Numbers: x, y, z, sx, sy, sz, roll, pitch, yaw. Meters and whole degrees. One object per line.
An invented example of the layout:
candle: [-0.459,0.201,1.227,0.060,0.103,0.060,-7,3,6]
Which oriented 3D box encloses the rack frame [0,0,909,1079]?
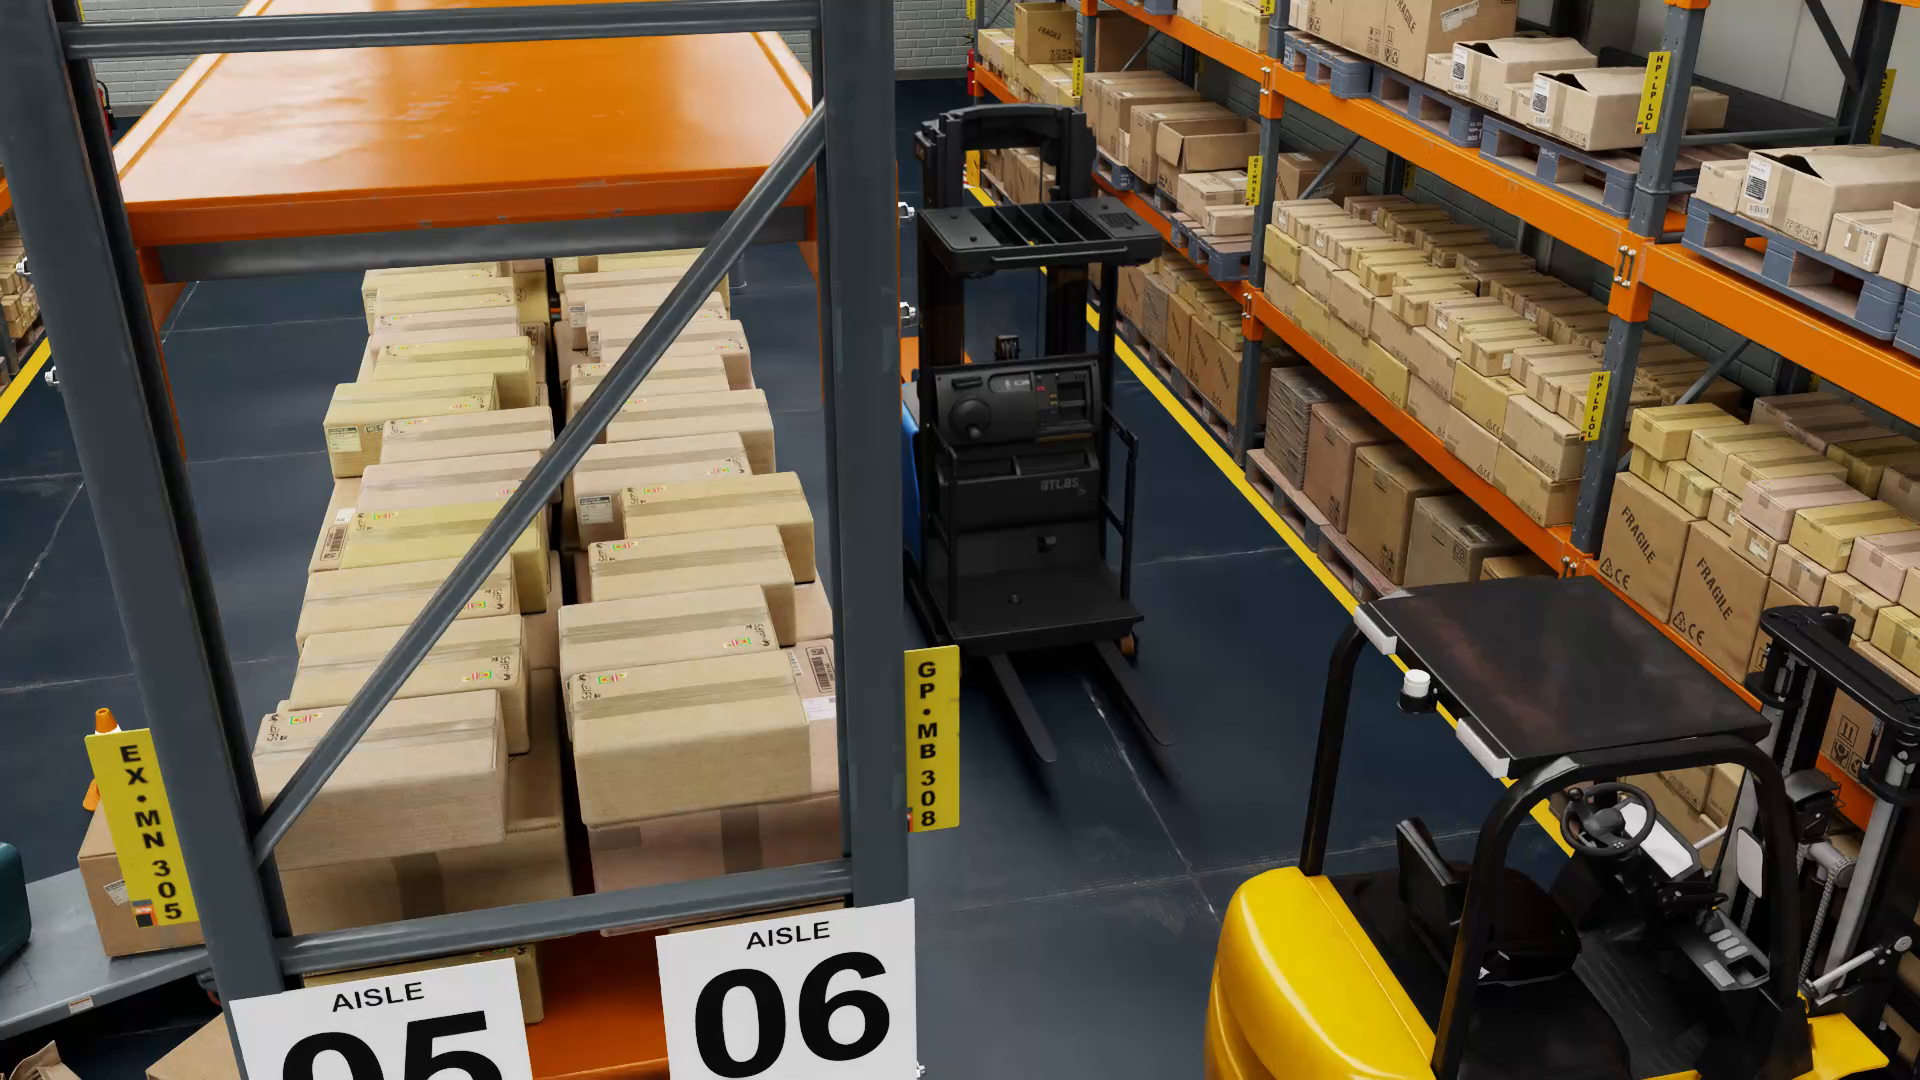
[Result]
rack frame: [-0.579,-0.588,1.928,1.000,3.000,0.127,-6,27,-12]

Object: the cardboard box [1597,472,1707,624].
cardboard box: [3.200,0.005,7.300,0.500,0.500,0.500,-7,28,-13]

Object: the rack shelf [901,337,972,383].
rack shelf: [-0.180,-1.069,10.970,0.538,0.278,1.000,-6,27,-12]

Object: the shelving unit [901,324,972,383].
shelving unit: [-0.180,-0.808,11.102,0.538,1.125,1.048,-6,27,-12]

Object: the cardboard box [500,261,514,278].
cardboard box: [-1.590,-0.849,5.168,0.380,0.149,0.250,-7,28,-13]

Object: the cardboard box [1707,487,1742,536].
cardboard box: [3.316,-0.114,6.816,0.380,0.149,0.250,-6,27,-12]

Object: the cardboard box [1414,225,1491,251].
cardboard box: [3.014,-1.815,10.187,0.380,0.149,0.250,-6,28,-13]

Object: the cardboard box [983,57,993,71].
cardboard box: [0.457,-5.155,17.913,0.380,0.149,0.250,-6,27,-12]

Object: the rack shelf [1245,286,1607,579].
rack shelf: [2.904,-0.728,9.662,1.077,0.370,4.000,-6,27,-12]

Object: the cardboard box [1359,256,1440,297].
cardboard box: [2.539,-1.526,9.614,0.380,0.149,0.250,-5,27,-11]

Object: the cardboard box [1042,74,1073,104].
cardboard box: [1.072,-4.167,15.512,0.500,0.250,0.500,-6,27,-11]

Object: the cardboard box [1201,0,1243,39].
cardboard box: [1.987,-3.621,11.432,0.500,0.250,0.500,-6,27,-11]

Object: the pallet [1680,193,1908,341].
pallet: [3.572,-1.099,6.368,1.003,0.211,1.213,-6,27,-12]

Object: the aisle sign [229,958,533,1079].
aisle sign: [-0.848,0.986,2.582,0.394,0.787,0.004,-6,27,-12]

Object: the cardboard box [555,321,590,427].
cardboard box: [-0.903,-0.457,4.834,0.500,0.250,0.500,-6,27,-12]

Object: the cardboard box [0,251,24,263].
cardboard box: [-8.149,-2.329,14.072,0.380,0.149,0.250,-7,28,-13]

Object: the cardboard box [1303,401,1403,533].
cardboard box: [2.735,-0.494,10.568,0.875,0.625,0.625,-5,27,-10]

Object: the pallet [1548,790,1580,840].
pallet: [3.493,1.427,7.689,1.003,0.211,1.213,-6,27,-12]

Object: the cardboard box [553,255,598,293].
cardboard box: [-1.092,-0.902,5.273,0.380,0.149,0.250,-5,27,-10]

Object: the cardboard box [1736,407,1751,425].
cardboard box: [3.490,-0.576,8.175,0.500,0.250,0.500,-6,27,-12]

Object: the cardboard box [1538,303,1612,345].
cardboard box: [3.311,-1.136,8.842,0.380,0.149,0.250,-6,27,-12]

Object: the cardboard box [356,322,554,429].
cardboard box: [-1.422,-0.403,4.727,0.500,0.250,0.500,-6,27,-11]

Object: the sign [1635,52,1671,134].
sign: [2.828,-1.822,6.780,0.100,0.325,0.005,-6,27,-12]

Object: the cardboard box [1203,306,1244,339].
cardboard box: [2.004,-1.596,12.172,0.380,0.149,0.250,-7,28,-14]

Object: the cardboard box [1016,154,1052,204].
cardboard box: [0.872,-3.611,16.884,0.500,0.500,0.500,-5,27,-11]

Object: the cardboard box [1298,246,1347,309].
cardboard box: [2.427,-1.644,10.290,0.500,0.250,0.500,-5,27,-10]

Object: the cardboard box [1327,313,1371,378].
cardboard box: [2.547,-1.194,9.953,0.500,0.250,0.500,-7,28,-13]

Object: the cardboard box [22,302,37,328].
cardboard box: [-7.912,-1.855,13.794,0.380,0.149,0.250,-5,27,-10]

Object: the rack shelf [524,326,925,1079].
rack shelf: [-1.030,0.194,4.506,1.077,0.370,4.000,-6,27,-12]

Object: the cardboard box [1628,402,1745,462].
cardboard box: [3.138,-0.468,7.188,0.380,0.149,0.250,-5,27,-11]

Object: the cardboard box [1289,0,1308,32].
cardboard box: [2.236,-3.210,10.135,0.380,0.166,0.250,-6,27,-12]

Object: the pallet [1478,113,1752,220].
pallet: [3.143,-1.811,7.892,0.805,0.209,1.217,-7,28,-14]

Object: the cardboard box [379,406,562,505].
cardboard box: [-1.127,-0.181,3.844,0.380,0.149,0.250,-7,28,-13]

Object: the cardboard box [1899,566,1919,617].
cardboard box: [3.579,0.197,5.870,0.380,0.149,0.250,-6,27,-11]

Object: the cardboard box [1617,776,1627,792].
cardboard box: [3.163,0.889,7.690,0.500,0.250,0.500,-6,27,-12]

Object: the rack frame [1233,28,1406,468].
rack frame: [2.453,-1.927,11.240,1.000,3.000,0.127,-6,27,-12]

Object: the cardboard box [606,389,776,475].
cardboard box: [-0.641,-0.234,3.950,0.380,0.149,0.250,-5,27,-10]

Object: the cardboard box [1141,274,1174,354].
cardboard box: [1.790,-1.839,13.373,0.500,0.500,0.500,-7,28,-13]

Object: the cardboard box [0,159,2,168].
cardboard box: [-8.068,-3.268,13.454,0.500,0.500,0.500,-6,27,-12]

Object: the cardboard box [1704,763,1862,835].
cardboard box: [3.387,1.109,6.699,0.500,0.250,0.500,-5,27,-10]

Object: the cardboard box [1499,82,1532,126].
cardboard box: [2.811,-2.082,7.920,0.380,0.149,0.250,-6,27,-12]

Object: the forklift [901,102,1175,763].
forklift: [0.375,-0.723,8.930,1.130,2.935,3.031,-6,27,-12]

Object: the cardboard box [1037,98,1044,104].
cardboard box: [0.954,-4.137,15.895,0.380,0.149,0.250,-6,27,-12]

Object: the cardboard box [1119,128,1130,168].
cardboard box: [1.491,-3.162,13.369,0.396,0.266,0.258,-5,27,-9]

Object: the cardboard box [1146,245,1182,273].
cardboard box: [1.729,-2.293,13.553,0.380,0.149,0.250,-5,27,-10]

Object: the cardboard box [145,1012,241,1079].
cardboard box: [-2.565,2.058,6.116,0.500,0.500,0.500,13,30,24]

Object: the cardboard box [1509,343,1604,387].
cardboard box: [2.982,-0.857,8.289,0.380,0.149,0.250,-6,27,-12]

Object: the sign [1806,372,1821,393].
sign: [3.895,-0.650,7.661,0.100,0.325,0.005,-6,27,-12]

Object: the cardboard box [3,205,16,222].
cardboard box: [-8.950,-2.970,15.342,0.380,0.149,0.250,-7,28,-14]
